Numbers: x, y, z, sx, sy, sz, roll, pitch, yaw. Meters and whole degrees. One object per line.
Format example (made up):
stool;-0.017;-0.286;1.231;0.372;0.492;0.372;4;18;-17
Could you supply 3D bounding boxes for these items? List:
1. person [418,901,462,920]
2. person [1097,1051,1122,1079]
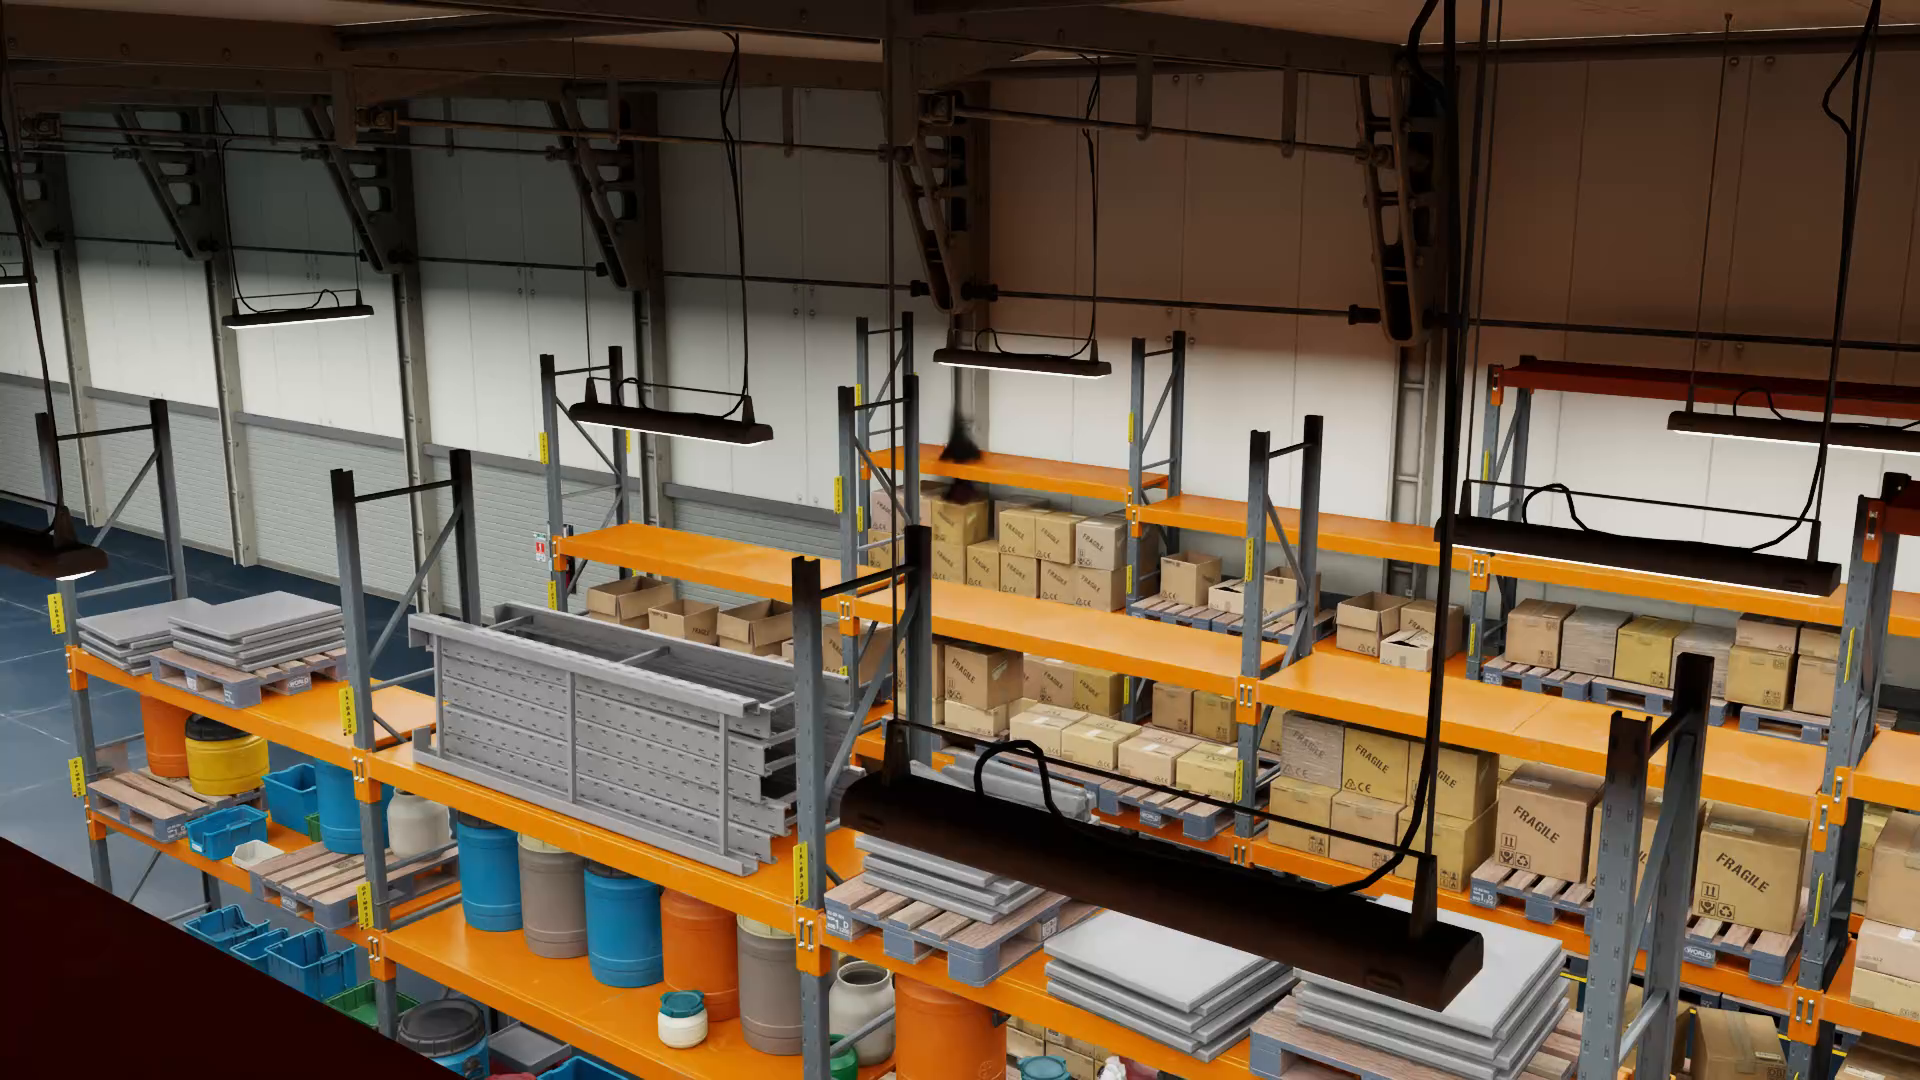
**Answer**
person;-5.515;3.401;17.303;0.657;1.380;0.712;7;15;29
person;1.213;4.436;12.552;0.559;1.630;0.608;8;15;31
